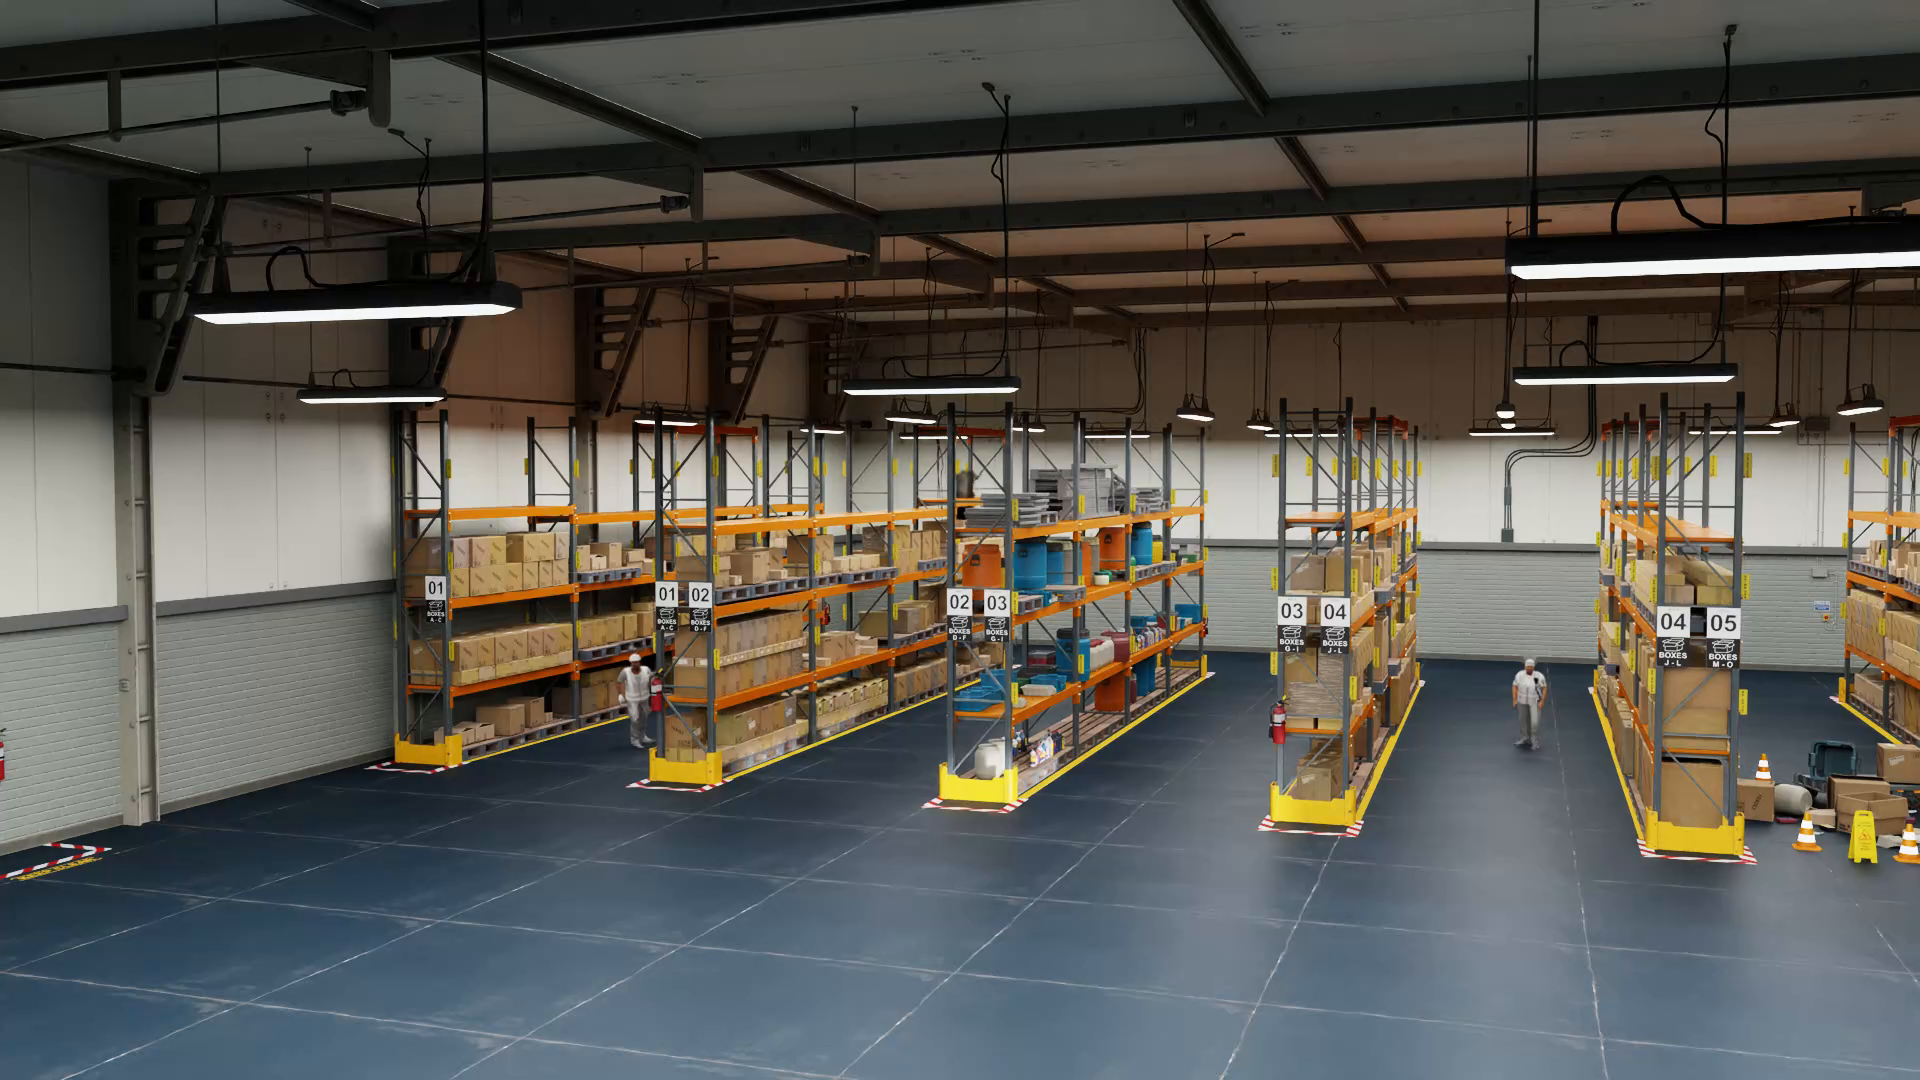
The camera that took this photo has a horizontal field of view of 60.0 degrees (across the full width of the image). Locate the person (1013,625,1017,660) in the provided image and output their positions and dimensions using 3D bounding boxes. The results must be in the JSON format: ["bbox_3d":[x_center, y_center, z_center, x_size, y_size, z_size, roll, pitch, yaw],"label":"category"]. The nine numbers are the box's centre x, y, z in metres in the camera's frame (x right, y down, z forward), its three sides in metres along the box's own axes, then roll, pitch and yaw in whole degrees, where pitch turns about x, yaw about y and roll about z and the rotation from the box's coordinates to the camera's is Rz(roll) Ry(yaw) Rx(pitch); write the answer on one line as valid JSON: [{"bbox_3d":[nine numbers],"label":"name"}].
[{"bbox_3d":[1.231,2.309,43.754,0.604,1.667,0.804,-1,3,-31],"label":"person"}]

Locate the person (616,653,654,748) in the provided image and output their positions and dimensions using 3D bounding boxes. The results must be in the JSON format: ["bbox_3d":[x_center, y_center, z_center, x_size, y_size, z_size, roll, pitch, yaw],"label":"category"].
[{"bbox_3d":[-5.779,2.891,29.927,0.694,1.738,0.839,-2,3,-35],"label":"person"}]

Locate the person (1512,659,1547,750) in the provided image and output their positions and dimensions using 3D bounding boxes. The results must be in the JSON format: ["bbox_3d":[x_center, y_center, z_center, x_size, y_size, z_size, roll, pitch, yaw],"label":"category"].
[{"bbox_3d":[10.247,2.927,29.893,0.597,1.625,0.660,1,3,31],"label":"person"}]
